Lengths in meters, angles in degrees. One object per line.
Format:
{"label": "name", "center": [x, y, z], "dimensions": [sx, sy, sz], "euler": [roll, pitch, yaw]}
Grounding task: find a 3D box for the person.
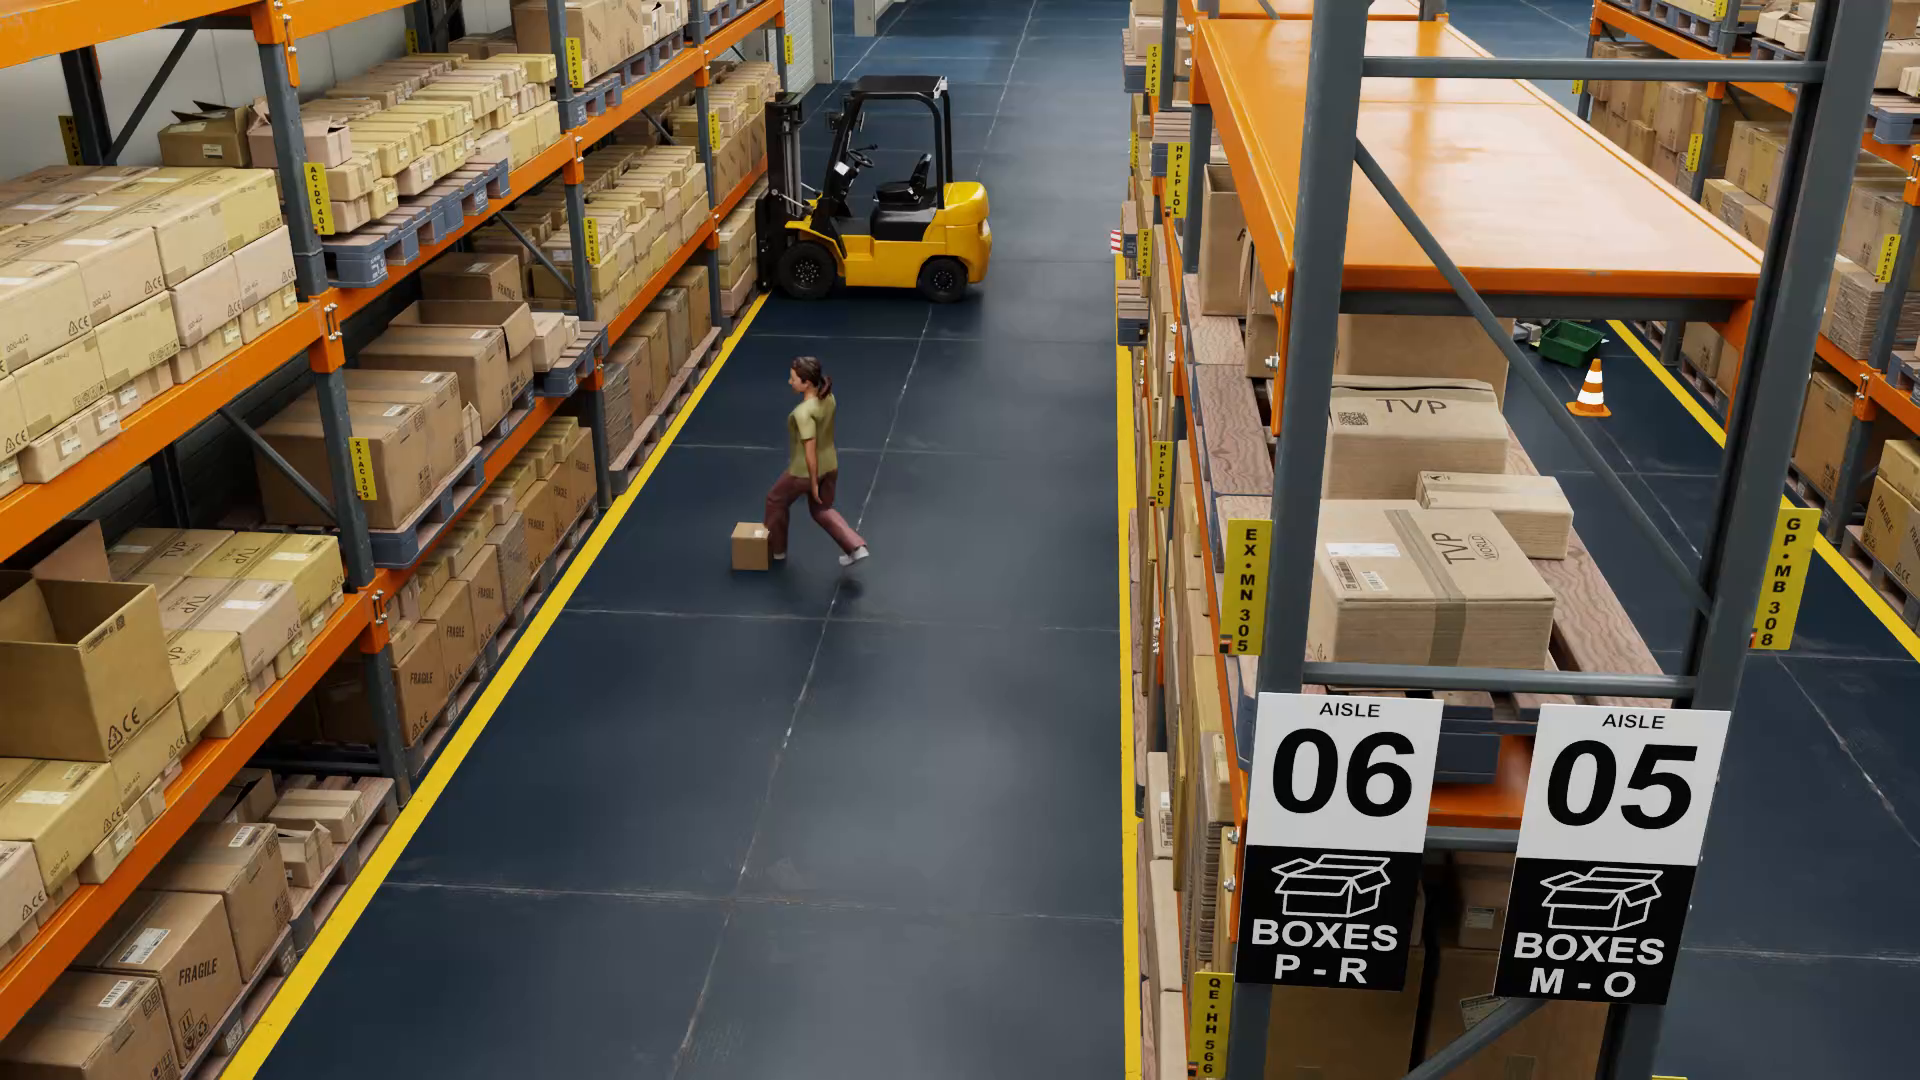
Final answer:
{"label": "person", "center": [-1.071, -0.516, 11.239], "dimensions": [1.042, 1.572, 0.425], "euler": [17, 30, 32]}
